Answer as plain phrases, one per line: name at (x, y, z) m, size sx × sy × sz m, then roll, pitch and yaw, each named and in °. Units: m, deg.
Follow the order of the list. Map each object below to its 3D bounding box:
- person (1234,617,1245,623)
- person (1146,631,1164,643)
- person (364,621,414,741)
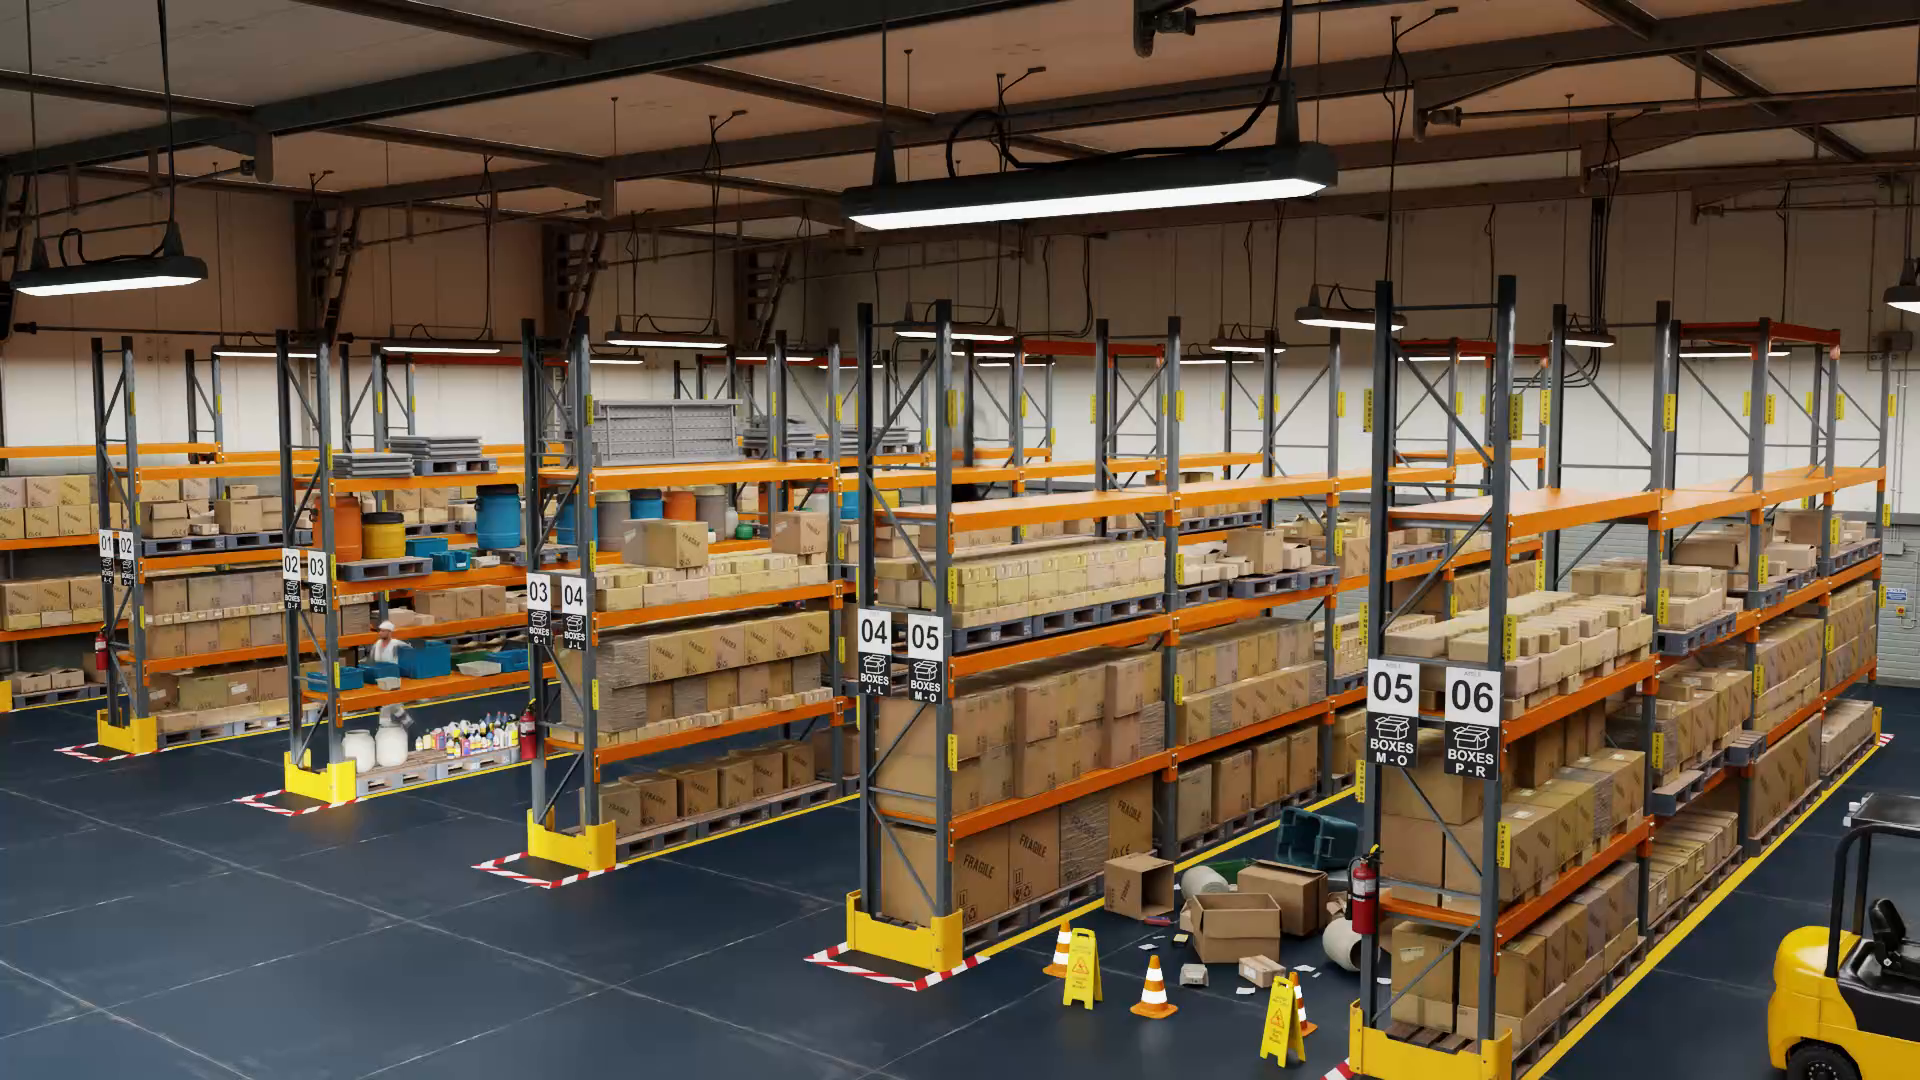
person at (4.552, 2.030, 27.144) m, size 0.533 × 1.549 × 0.563 m, roll 3°, pitch 6°, yaw 34°
person at (2.561, 2.055, 22.241) m, size 0.665 × 1.841 × 0.934 m, roll 3°, pitch 6°, yaw 29°
person at (-8.472, 2.094, 24.690) m, size 0.669 × 1.798 × 0.943 m, roll 3°, pitch 6°, yaw 27°
